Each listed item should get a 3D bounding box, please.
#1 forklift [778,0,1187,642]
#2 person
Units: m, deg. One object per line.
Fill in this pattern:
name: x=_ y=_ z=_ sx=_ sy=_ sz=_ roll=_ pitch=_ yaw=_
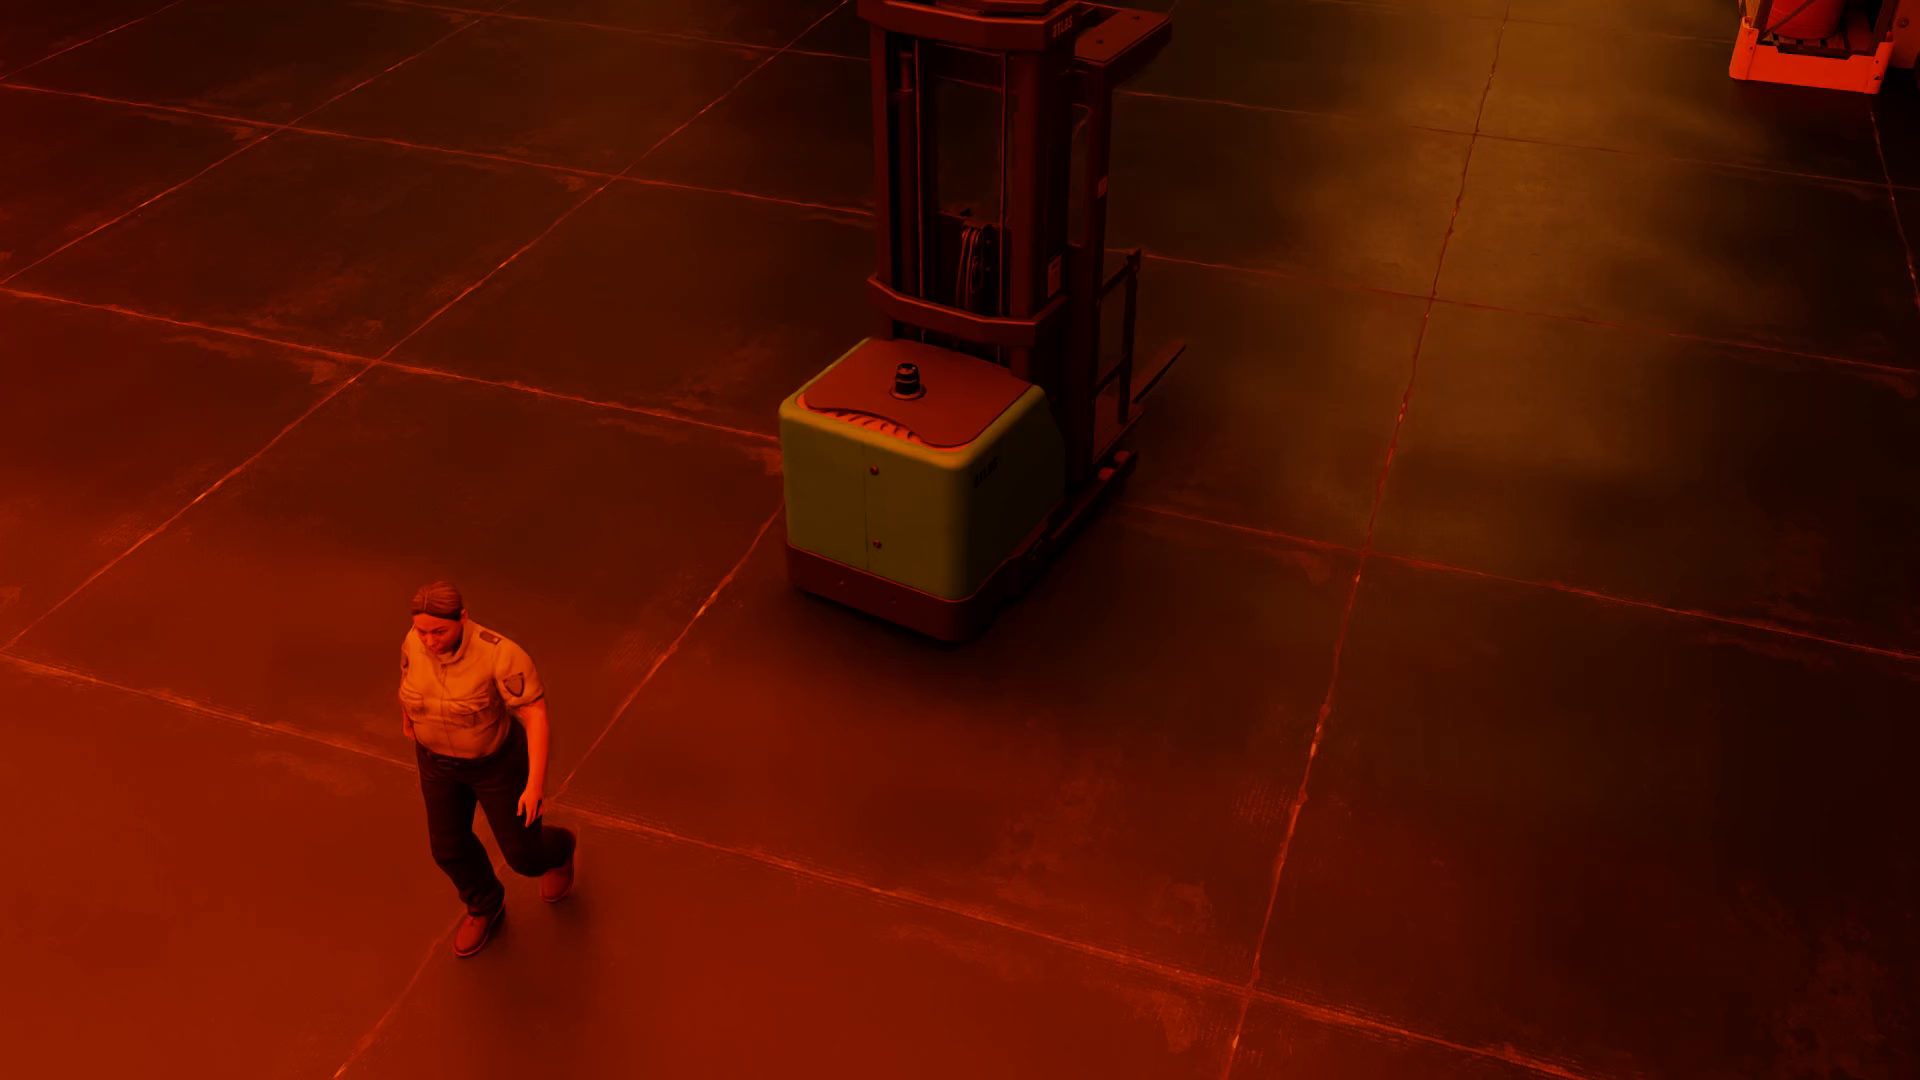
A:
forklift: x=0.312 y=-1.543 z=8.286 sx=1.130 sy=2.935 sz=3.031 roll=18 pitch=39 yaw=24
person: x=-1.766 y=0.801 z=6.112 sx=0.719 sy=1.633 sz=0.557 roll=7 pitch=36 yaw=10
